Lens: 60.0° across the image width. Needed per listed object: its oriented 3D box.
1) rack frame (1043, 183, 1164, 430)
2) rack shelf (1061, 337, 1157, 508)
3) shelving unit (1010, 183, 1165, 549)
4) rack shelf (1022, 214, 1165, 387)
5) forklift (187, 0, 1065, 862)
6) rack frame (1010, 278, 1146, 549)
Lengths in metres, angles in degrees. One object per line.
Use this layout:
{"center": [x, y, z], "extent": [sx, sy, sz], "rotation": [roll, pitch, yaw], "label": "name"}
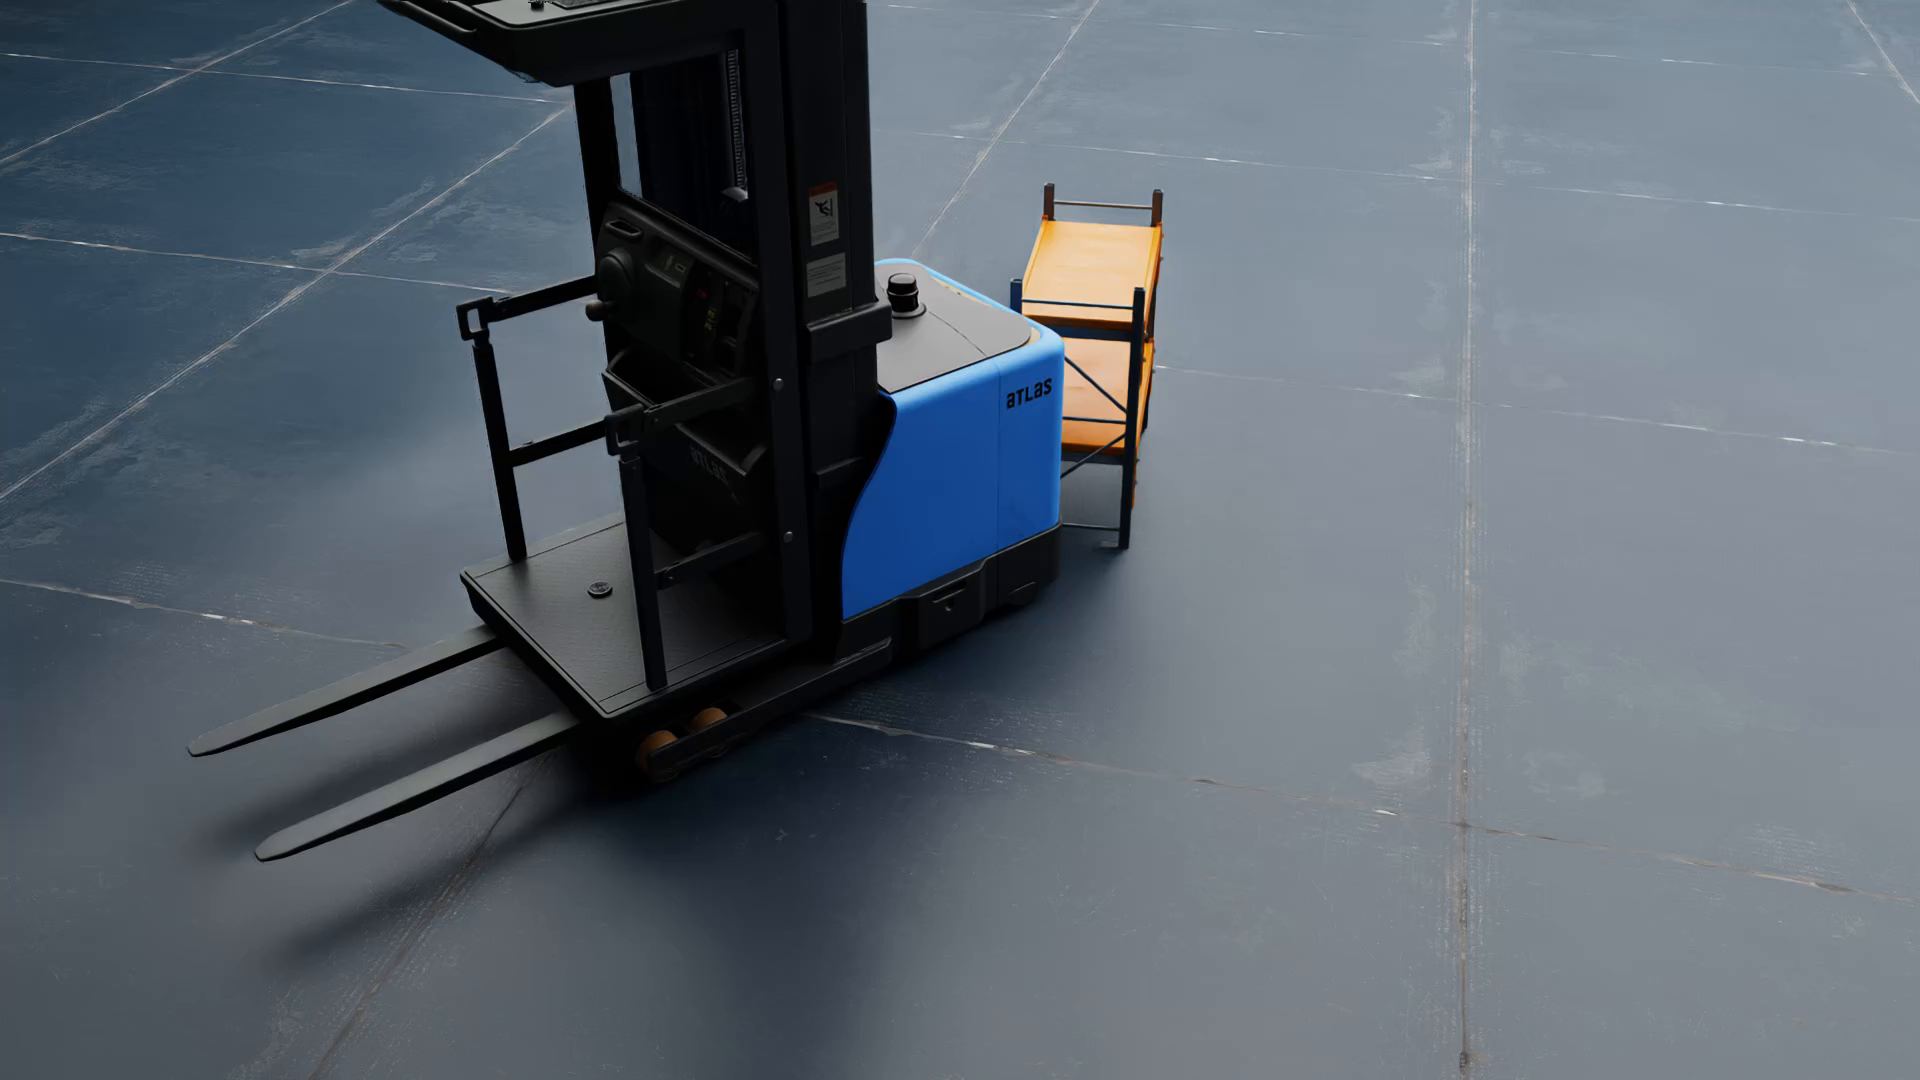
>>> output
{"center": [0.604, -1.006, 7.284], "extent": [0.500, 1.125, 0.032], "rotation": [5, 33, 8], "label": "rack frame"}
{"center": [0.519, -0.530, 6.992], "extent": [0.538, 0.278, 1.000], "rotation": [5, 33, 8], "label": "rack shelf"}
{"center": [0.519, -0.737, 6.861], "extent": [0.538, 1.125, 1.048], "rotation": [5, 33, 8], "label": "shelving unit"}
{"center": [0.519, -0.984, 6.704], "extent": [0.538, 0.278, 1.000], "rotation": [5, 33, 8], "label": "rack shelf"}
{"center": [-1.076, -0.759, 5.212], "extent": [3.031, 2.935, 1.130], "rotation": [-23, 39, -32], "label": "forklift"}
{"center": [0.435, -0.468, 6.438], "extent": [0.500, 1.125, 0.032], "rotation": [5, 33, 8], "label": "rack frame"}
